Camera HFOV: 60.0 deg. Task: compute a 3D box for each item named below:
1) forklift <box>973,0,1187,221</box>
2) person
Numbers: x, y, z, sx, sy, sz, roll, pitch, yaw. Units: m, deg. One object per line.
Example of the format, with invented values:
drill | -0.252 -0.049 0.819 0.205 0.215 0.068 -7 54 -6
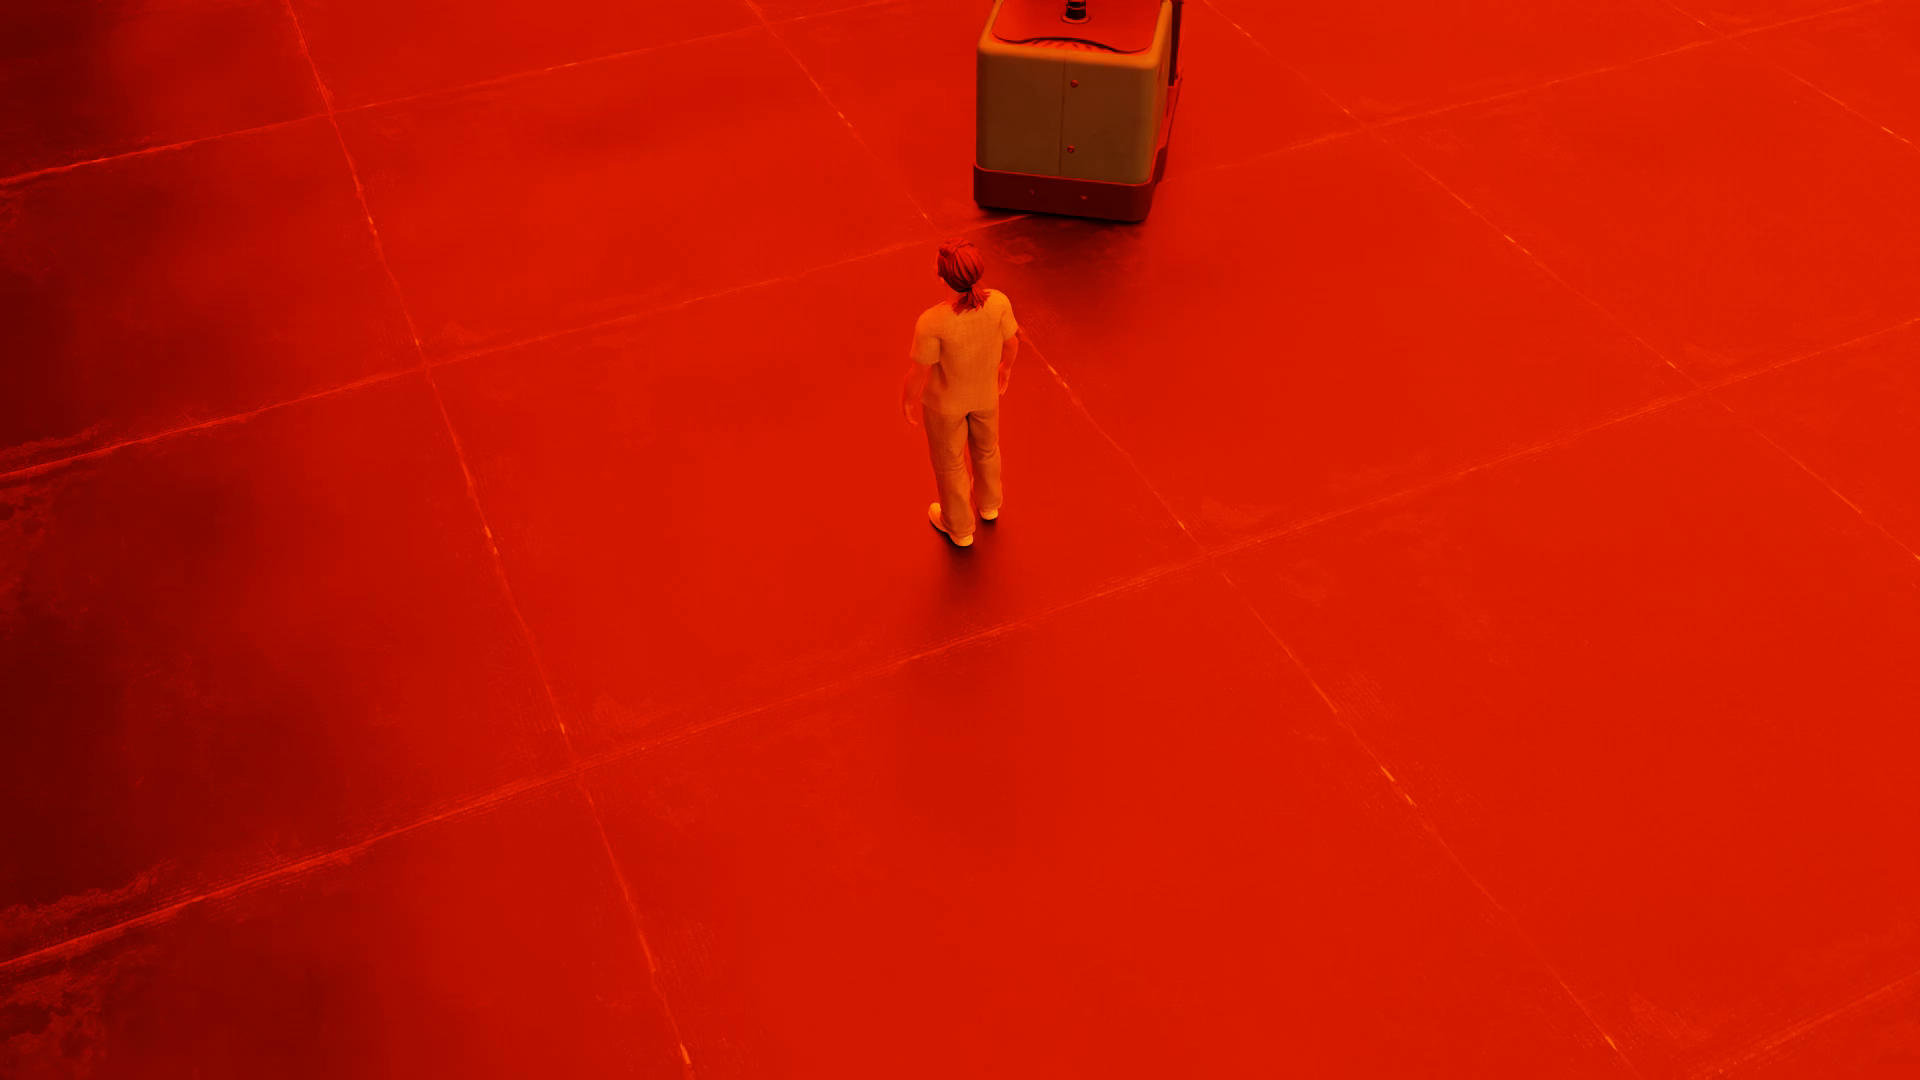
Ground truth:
forklift | 0.867 -3.949 9.912 1.130 2.935 3.031 8 44 8
person | -0.019 -0.666 7.305 0.550 1.674 0.549 -18 46 -18
